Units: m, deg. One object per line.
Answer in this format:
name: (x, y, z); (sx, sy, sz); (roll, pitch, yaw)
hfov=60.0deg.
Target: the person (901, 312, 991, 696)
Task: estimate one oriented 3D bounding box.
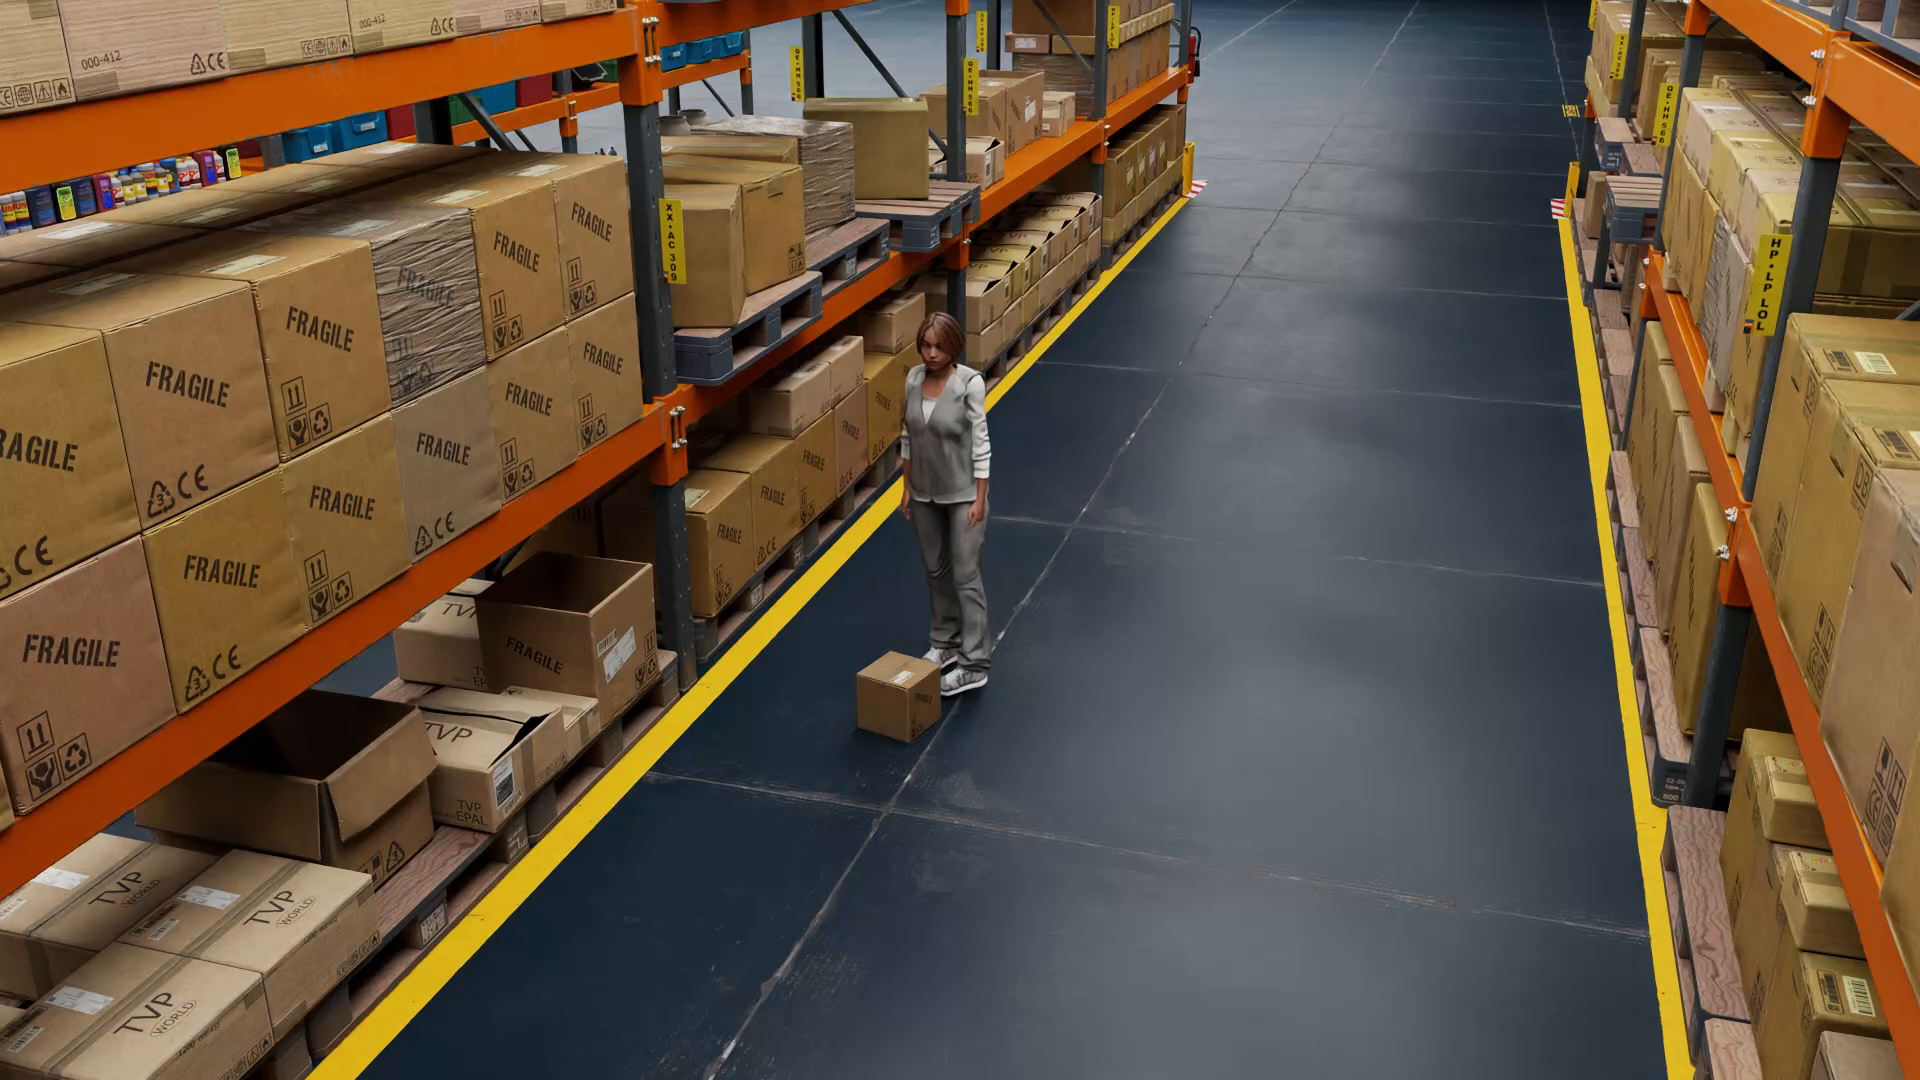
person: (-0.070, -0.155, 6.951); (0.490, 1.608, 0.425); (13, 26, 29)
